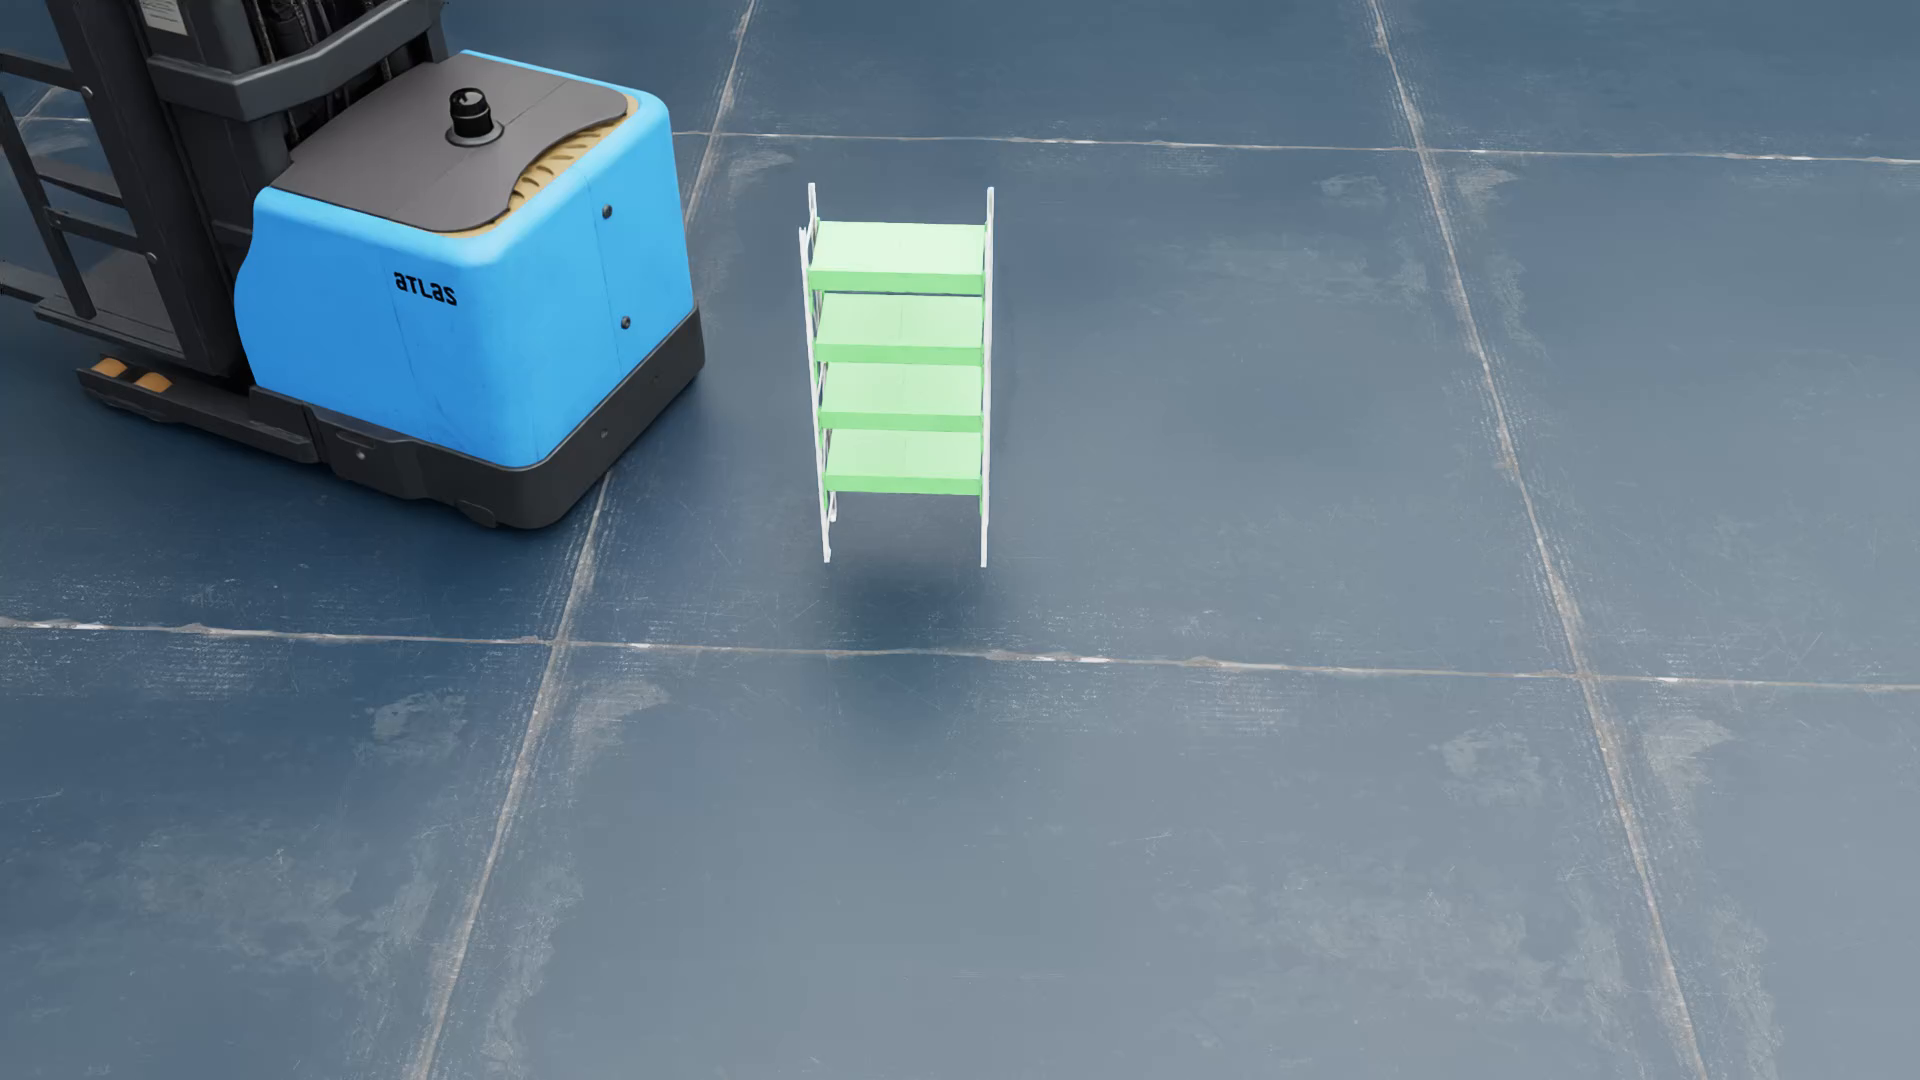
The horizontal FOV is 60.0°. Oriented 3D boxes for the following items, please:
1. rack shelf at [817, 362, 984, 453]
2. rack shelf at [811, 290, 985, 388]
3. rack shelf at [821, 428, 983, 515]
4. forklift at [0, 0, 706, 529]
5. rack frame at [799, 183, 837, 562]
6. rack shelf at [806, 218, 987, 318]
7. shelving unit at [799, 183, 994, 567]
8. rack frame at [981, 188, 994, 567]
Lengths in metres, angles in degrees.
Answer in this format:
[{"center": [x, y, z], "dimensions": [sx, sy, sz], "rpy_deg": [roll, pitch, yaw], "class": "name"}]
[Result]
[{"center": [-0.165, -0.397, 4.890], "dimensions": [0.480, 0.148, 0.258], "rpy_deg": [2, 43, 2], "class": "rack shelf"}, {"center": [-0.165, -0.573, 4.726], "dimensions": [0.480, 0.148, 0.258], "rpy_deg": [2, 43, 2], "class": "rack shelf"}, {"center": [-0.165, -0.222, 5.054], "dimensions": [0.480, 0.148, 0.258], "rpy_deg": [2, 43, 2], "class": "rack shelf"}, {"center": [-2.450, -1.785, 5.015], "dimensions": [3.031, 2.935, 1.130], "rpy_deg": [17, 46, 18], "class": "forklift"}, {"center": [-0.409, -0.452, 4.855], "dimensions": [0.015, 1.200, 0.240], "rpy_deg": [2, 43, 2], "class": "rack frame"}, {"center": [-0.165, -0.749, 4.563], "dimensions": [0.480, 0.148, 0.258], "rpy_deg": [2, 43, 2], "class": "rack shelf"}, {"center": [-0.165, -0.444, 4.846], "dimensions": [0.503, 1.200, 0.258], "rpy_deg": [2, 43, 2], "class": "shelving unit"}, {"center": [0.078, -0.437, 4.838], "dimensions": [0.015, 1.200, 0.240], "rpy_deg": [2, 43, 2], "class": "rack frame"}]
